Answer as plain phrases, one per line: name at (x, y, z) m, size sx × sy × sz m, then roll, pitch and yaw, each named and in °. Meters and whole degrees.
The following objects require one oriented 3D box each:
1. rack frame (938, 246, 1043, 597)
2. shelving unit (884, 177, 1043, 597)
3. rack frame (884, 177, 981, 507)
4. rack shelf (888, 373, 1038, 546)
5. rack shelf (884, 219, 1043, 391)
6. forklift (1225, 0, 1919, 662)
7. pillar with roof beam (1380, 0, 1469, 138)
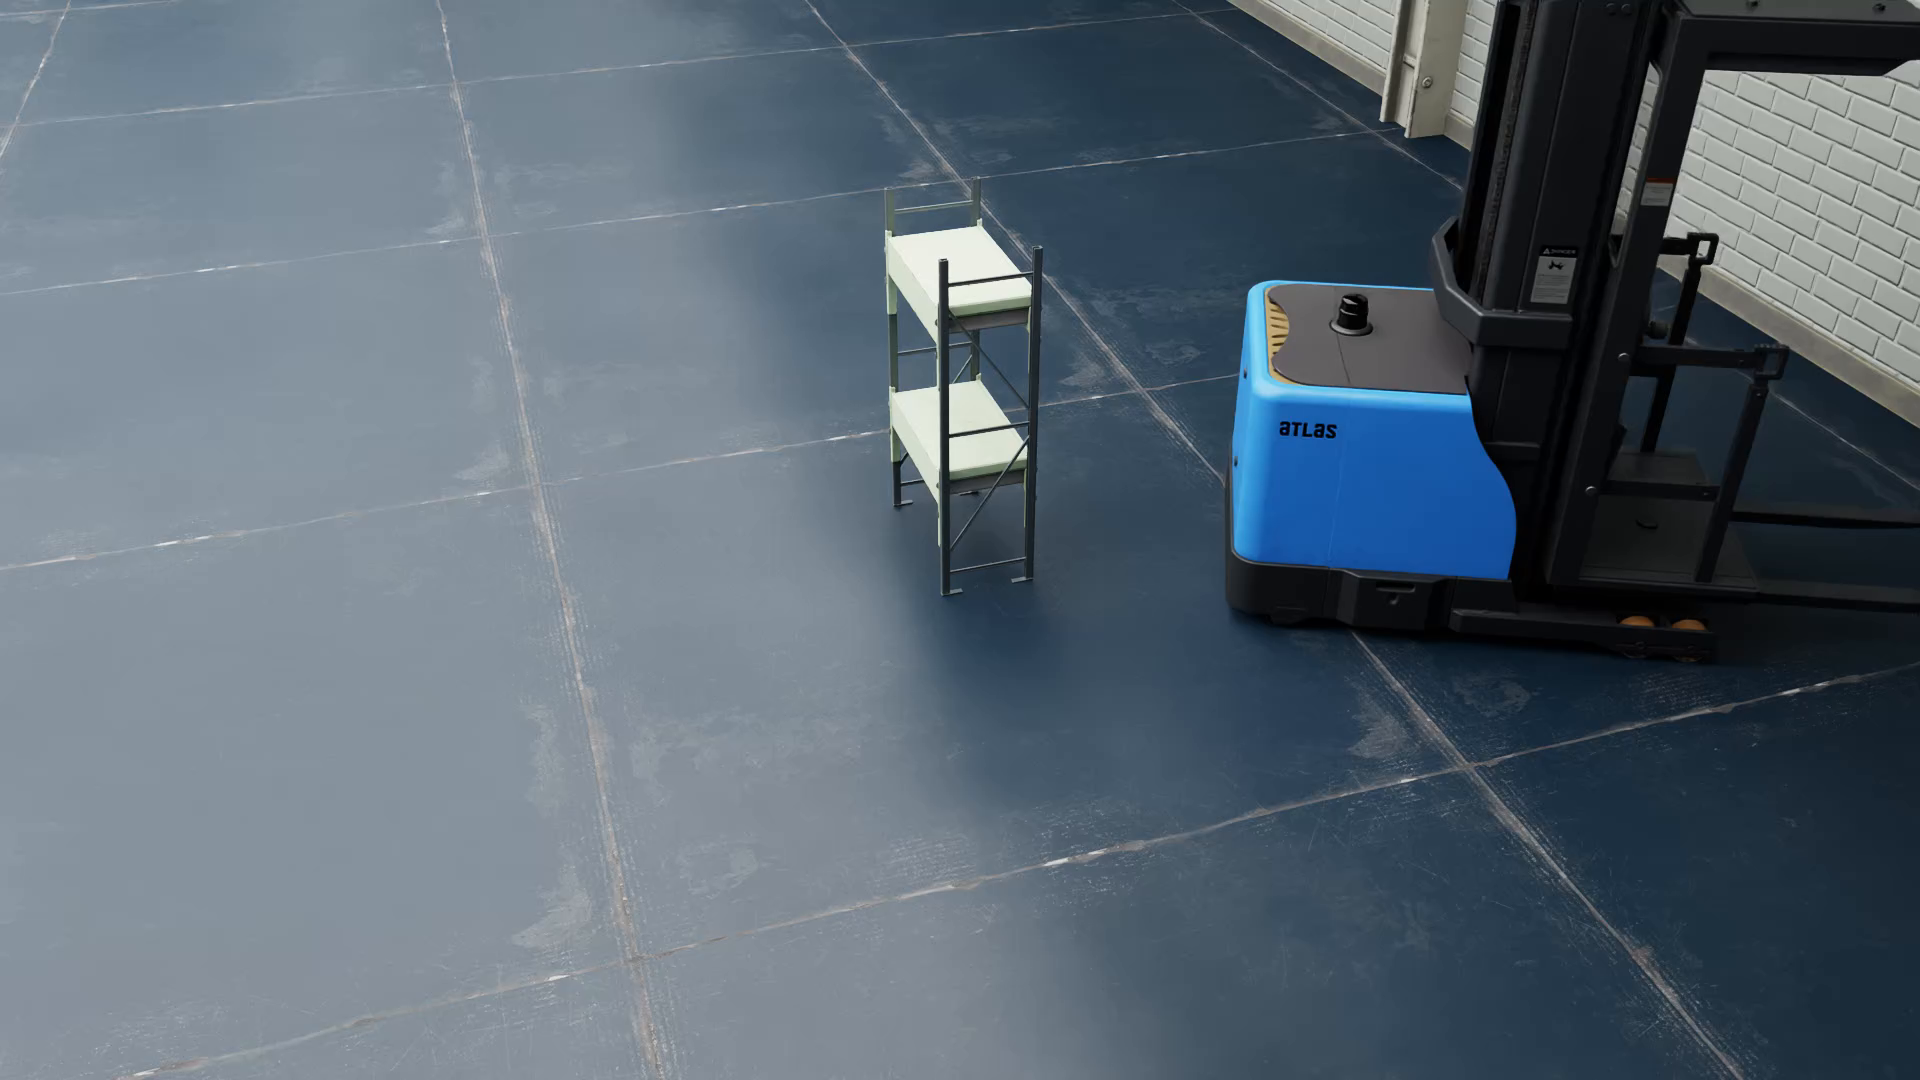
rack frame at (0.114, -0.430, 6.540) m, size 0.400 × 1.500 × 0.023 m, roll -10°, pitch 35°, yaw -15°
shelving unit at (0.002, -0.622, 6.831) m, size 0.431 × 1.500 × 0.755 m, roll -10°, pitch 35°, yaw -15°
rack frame at (-0.110, -0.814, 7.122) m, size 0.400 × 1.500 × 0.023 m, roll -10°, pitch 35°, yaw -15°
rack shelf at (0.002, -0.350, 7.011) m, size 0.431 × 0.370 × 0.720 m, roll -10°, pitch 35°, yaw -15°
rack shelf at (0.002, -0.948, 6.616) m, size 0.431 × 0.370 × 0.720 m, roll -10°, pitch 35°, yaw -15°
forklift at (2.638, -1.056, 6.190) m, size 3.031 × 2.935 × 1.130 m, roll 4°, pitch 34°, yaw 6°
pillar with roof beam at (-0.934, -5.921, 8.047) m, size 9.100 × 9.000 × 0.400 m, roll -10°, pitch 35°, yaw -15°
